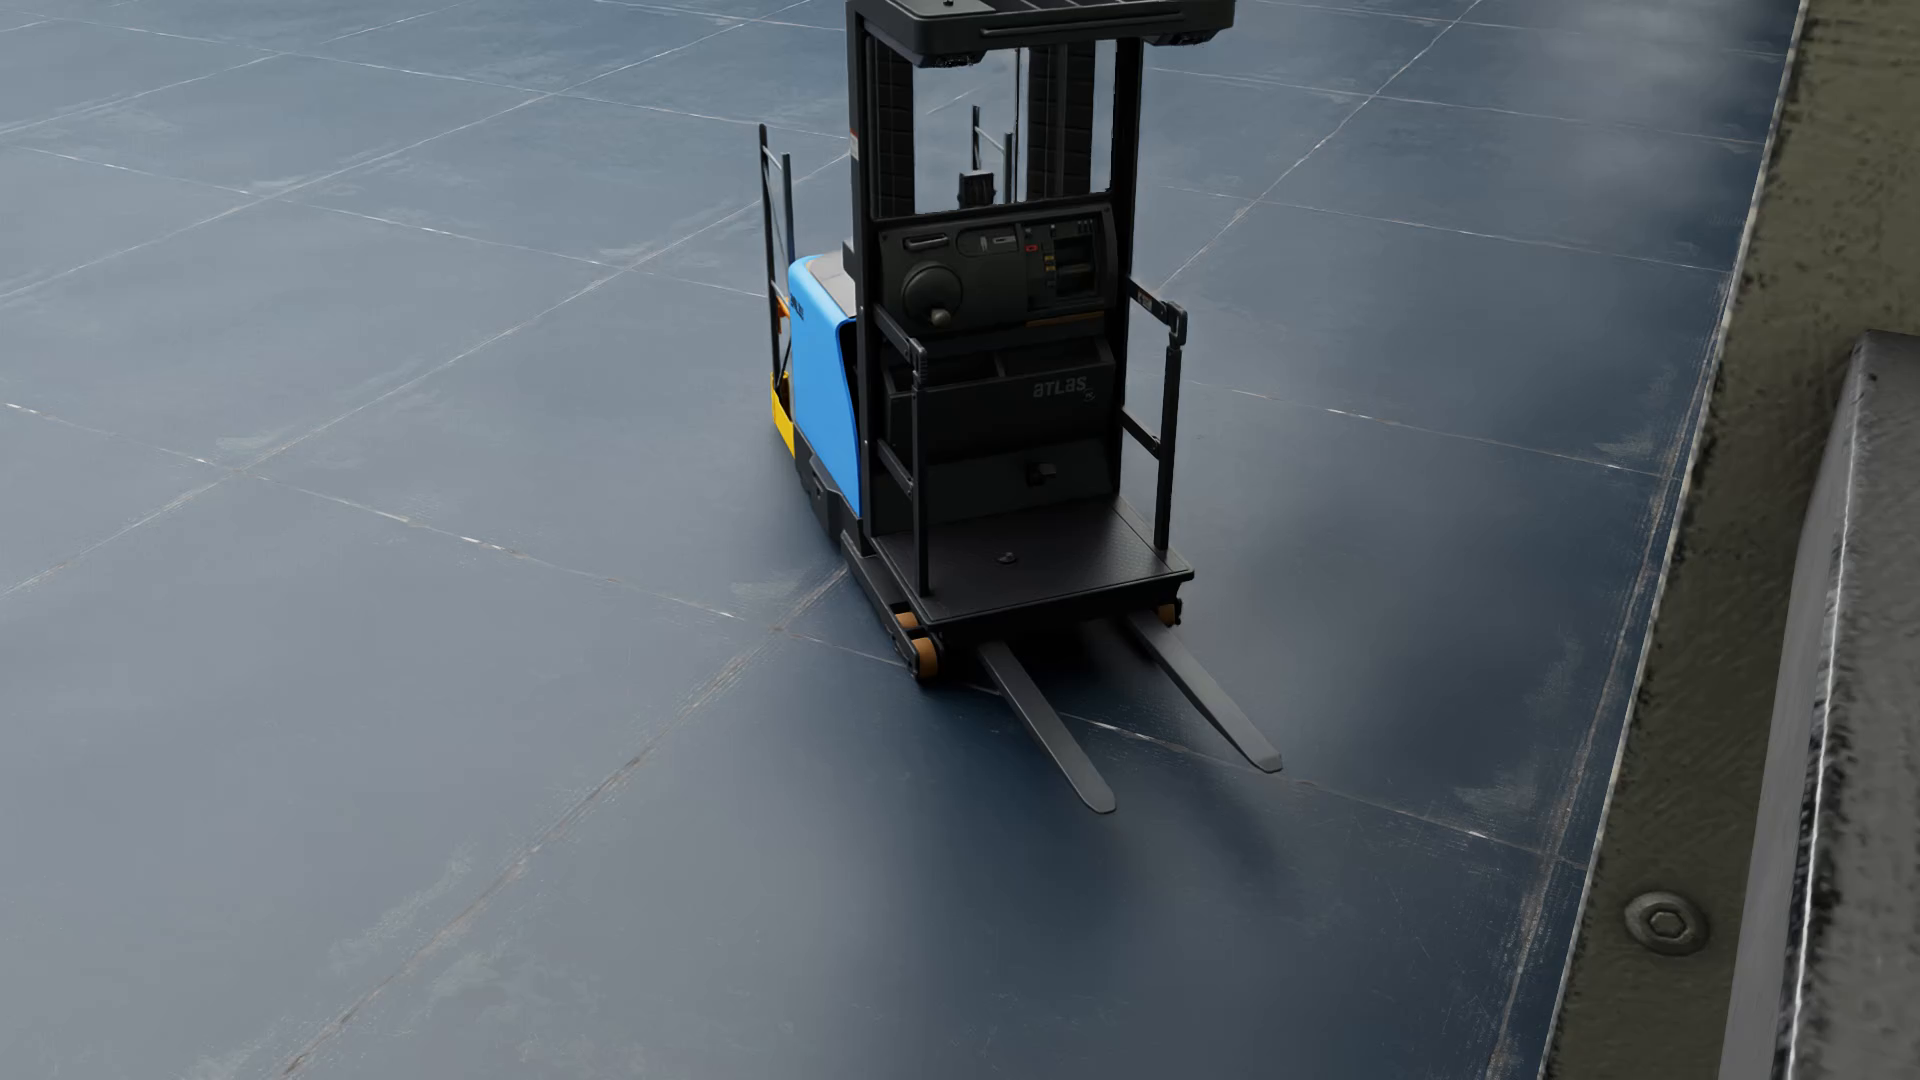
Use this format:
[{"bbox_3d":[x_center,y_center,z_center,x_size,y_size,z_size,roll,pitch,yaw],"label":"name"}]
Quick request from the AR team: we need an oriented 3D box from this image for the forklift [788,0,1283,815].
[{"bbox_3d":[0.227,-0.969,6.007,1.130,2.935,3.031,-11,32,-18],"label":"forklift"}]

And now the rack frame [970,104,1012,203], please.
[{"bbox_3d":[0.139,-1.283,7.991,0.032,1.500,0.500,-9,31,-16],"label":"rack frame"}]

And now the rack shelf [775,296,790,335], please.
[{"bbox_3d":[-0.343,-1.047,7.940,1.000,0.185,0.538,-9,31,-16],"label":"rack shelf"}]

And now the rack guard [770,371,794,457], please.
[{"bbox_3d":[-0.806,-0.583,8.027,0.087,0.250,0.587,-9,31,-16],"label":"rack guard"}]

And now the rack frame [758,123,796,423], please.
[{"bbox_3d":[-0.824,-1.122,7.710,0.032,1.500,0.500,-9,31,-16],"label":"rack frame"}]

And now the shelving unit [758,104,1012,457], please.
[{"bbox_3d":[-0.334,-1.204,7.853,1.083,1.500,0.587,-9,31,-16],"label":"shelving unit"}]
